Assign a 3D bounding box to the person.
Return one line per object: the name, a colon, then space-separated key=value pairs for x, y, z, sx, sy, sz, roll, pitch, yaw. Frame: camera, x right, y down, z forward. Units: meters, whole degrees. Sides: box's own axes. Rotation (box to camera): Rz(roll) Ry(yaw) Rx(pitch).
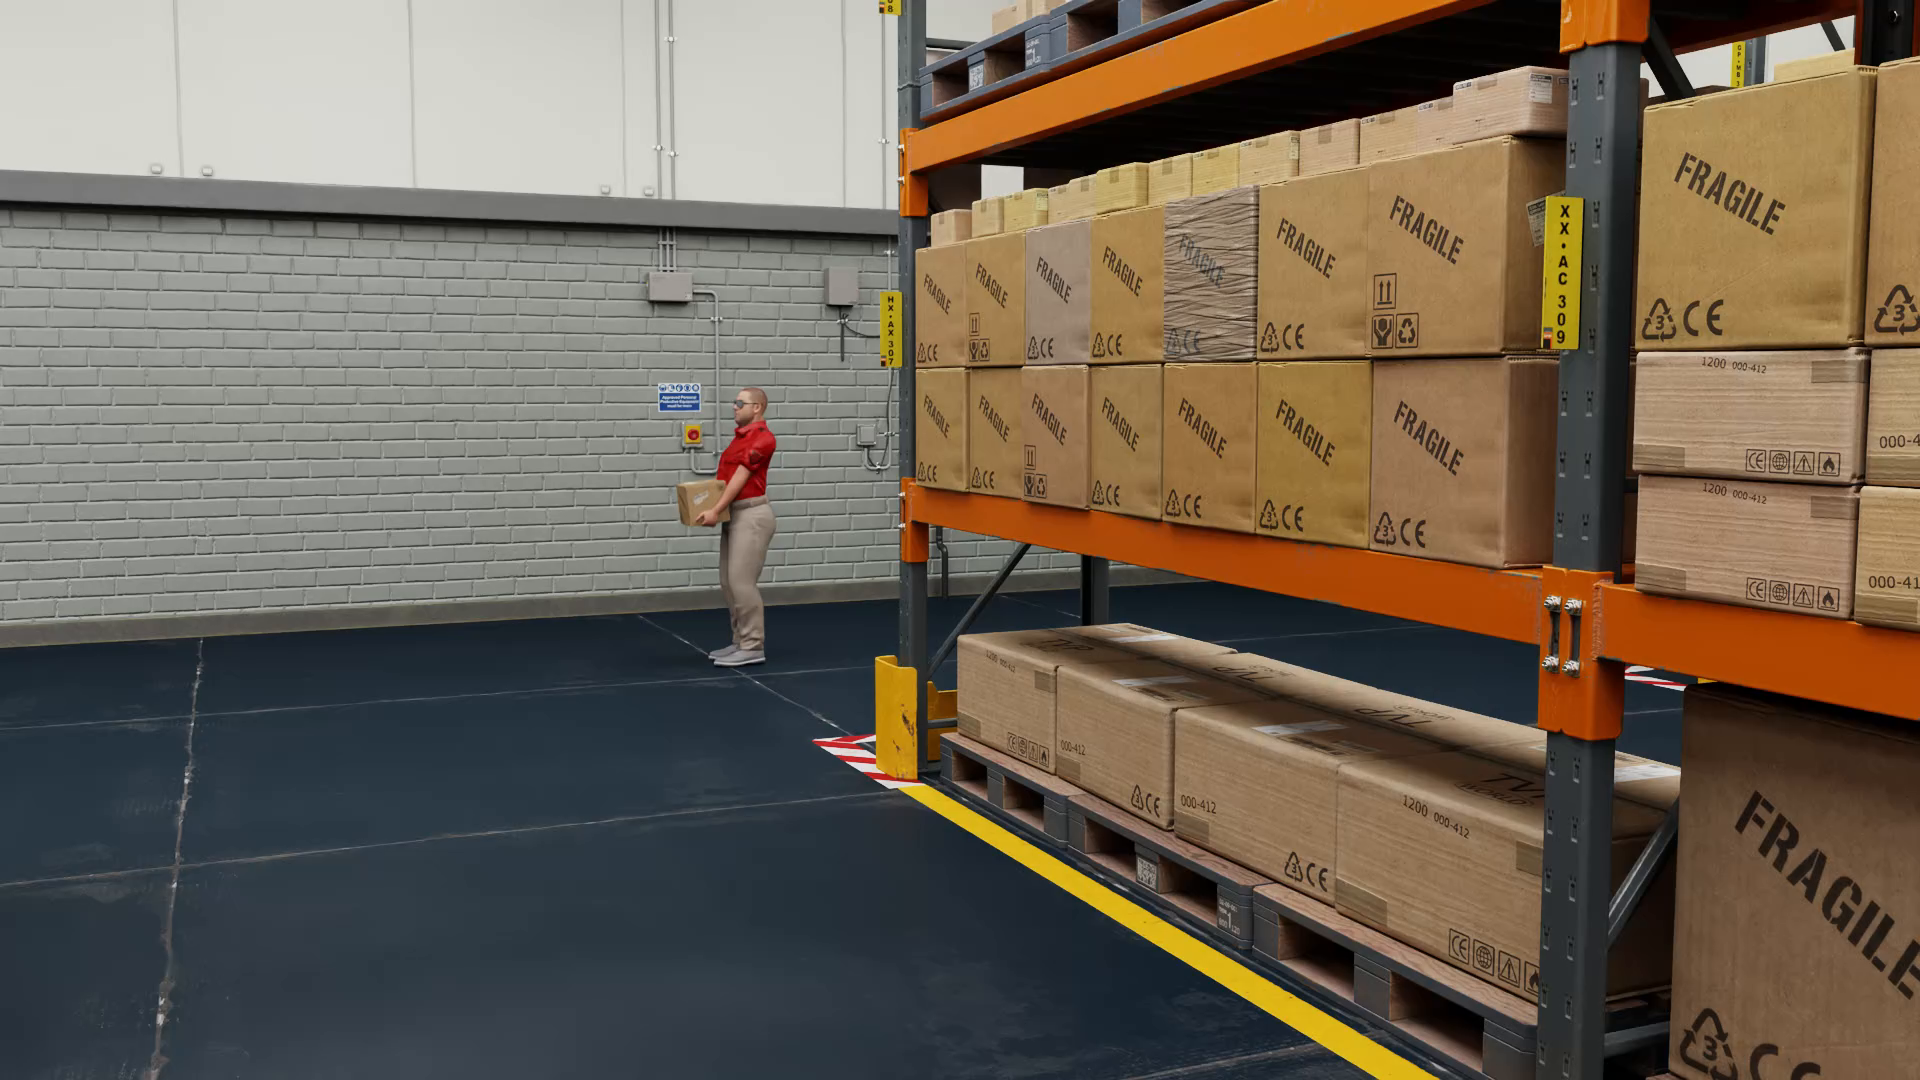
person: x=-1.415 y=-0.086 z=10.324 sx=0.532 sy=1.721 sz=0.493 roll=-2 pitch=6 yaw=-23
